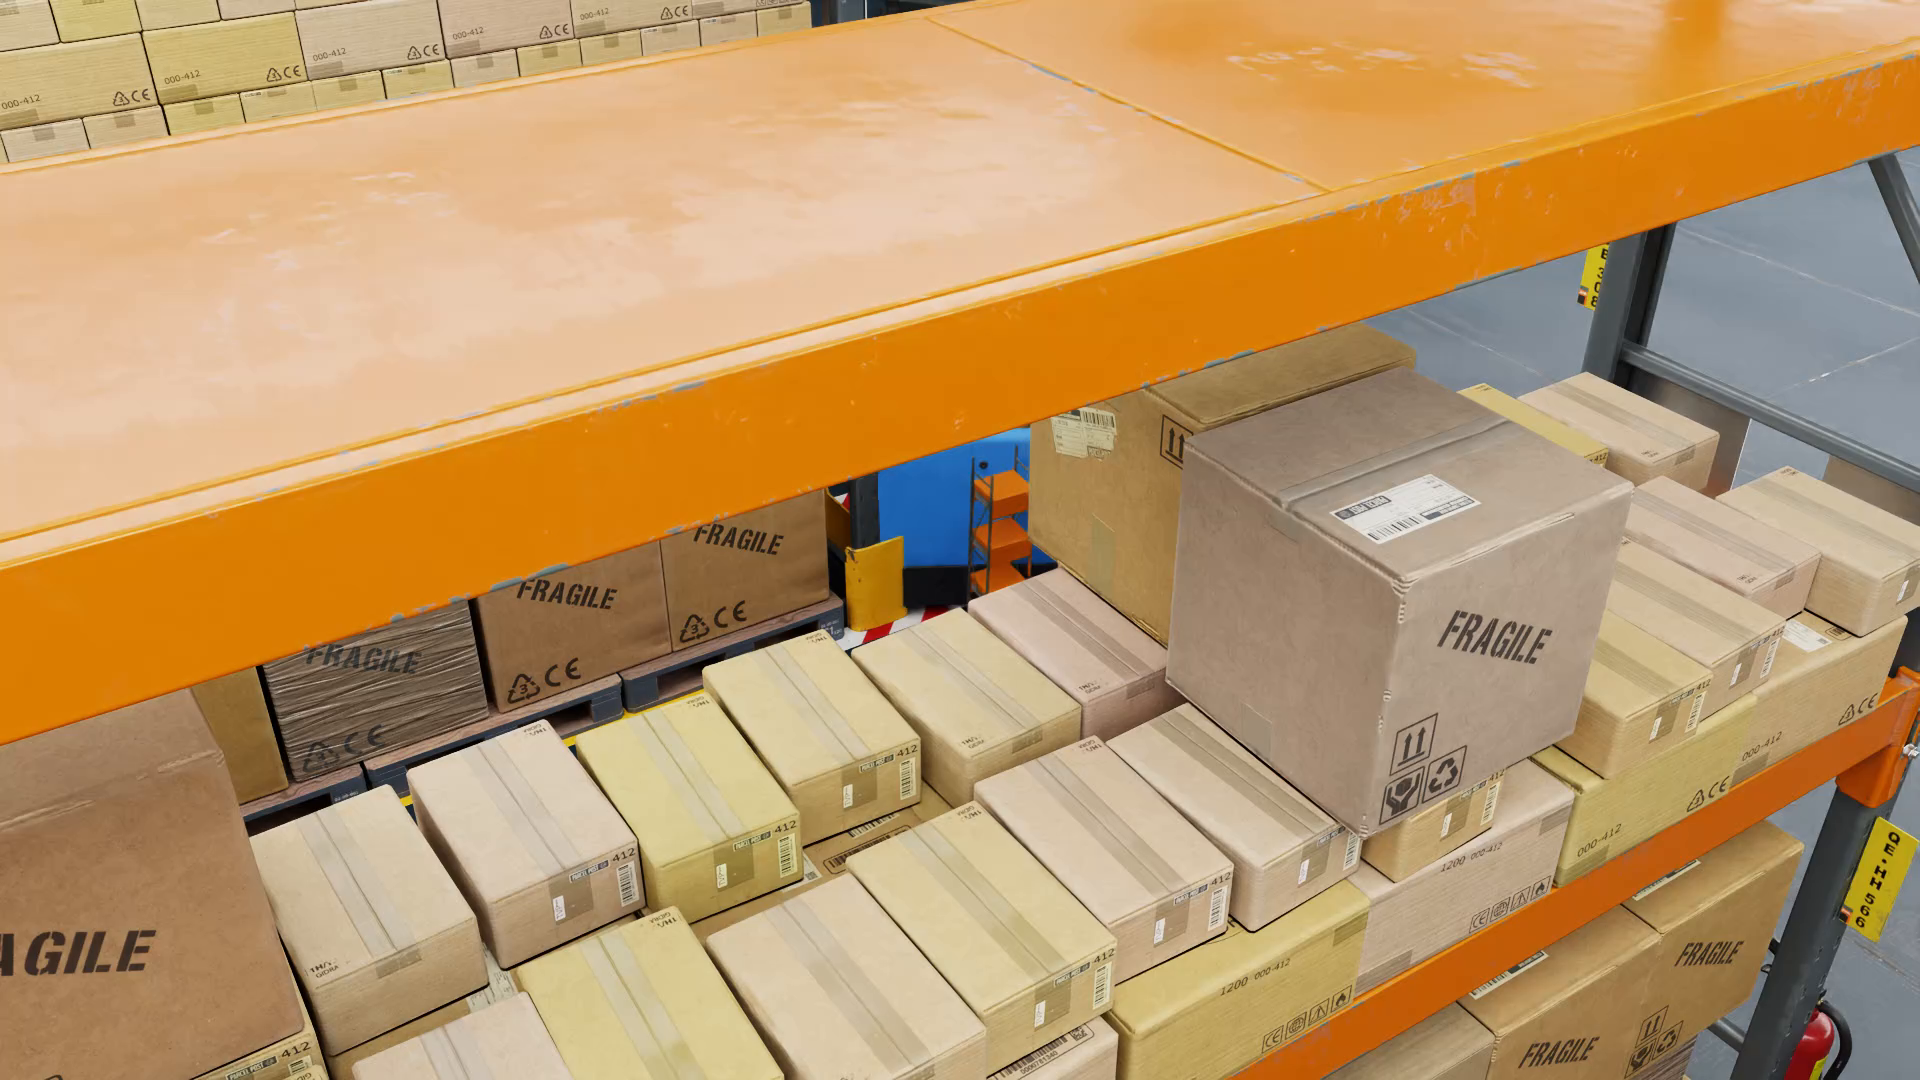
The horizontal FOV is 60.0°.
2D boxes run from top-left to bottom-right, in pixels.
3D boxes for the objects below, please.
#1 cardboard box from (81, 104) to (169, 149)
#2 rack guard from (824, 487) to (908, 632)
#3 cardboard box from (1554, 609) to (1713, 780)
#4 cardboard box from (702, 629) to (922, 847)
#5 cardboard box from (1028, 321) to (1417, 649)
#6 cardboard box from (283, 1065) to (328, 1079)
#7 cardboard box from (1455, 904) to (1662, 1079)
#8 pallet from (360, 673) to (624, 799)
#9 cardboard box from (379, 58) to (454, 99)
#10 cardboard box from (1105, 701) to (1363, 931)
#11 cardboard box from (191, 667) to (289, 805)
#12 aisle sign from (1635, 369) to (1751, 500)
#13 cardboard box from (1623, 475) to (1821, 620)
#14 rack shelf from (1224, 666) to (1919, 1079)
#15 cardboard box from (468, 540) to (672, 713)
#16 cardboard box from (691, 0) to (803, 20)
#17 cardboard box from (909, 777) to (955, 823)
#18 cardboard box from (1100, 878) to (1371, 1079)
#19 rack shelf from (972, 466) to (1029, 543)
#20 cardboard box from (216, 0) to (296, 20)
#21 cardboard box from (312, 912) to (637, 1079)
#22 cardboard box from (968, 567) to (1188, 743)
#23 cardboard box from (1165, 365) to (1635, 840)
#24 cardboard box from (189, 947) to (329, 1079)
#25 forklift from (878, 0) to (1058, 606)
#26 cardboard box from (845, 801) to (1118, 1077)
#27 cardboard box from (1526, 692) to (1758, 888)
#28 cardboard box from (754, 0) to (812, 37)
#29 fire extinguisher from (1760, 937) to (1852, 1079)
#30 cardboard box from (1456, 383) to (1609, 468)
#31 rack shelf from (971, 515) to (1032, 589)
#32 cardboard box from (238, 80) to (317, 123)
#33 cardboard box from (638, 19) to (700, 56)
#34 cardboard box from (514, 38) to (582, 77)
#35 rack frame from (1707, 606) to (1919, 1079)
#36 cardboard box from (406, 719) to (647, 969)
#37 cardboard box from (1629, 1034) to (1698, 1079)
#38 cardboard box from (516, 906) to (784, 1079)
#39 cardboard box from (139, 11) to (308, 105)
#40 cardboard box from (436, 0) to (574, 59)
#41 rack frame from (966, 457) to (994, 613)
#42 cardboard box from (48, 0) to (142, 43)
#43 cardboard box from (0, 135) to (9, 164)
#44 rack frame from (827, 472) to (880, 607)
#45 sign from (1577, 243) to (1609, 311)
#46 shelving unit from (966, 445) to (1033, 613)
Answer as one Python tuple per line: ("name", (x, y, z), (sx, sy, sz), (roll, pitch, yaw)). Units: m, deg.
("cardboard box", (-2.963, -1.482, 5.846), (0.250, 0.149, 0.380), (-20, 37, -28))
("rack guard", (-0.709, -0.033, 8.956), (0.348, 0.500, 1.175), (-19, 37, -27))
("cardboard box", (1.158, 0.250, 3.119), (0.250, 0.149, 0.380), (-19, 37, -27))
("cardboard box", (-0.267, 0.345, 2.968), (0.250, 0.149, 0.380), (-17, 36, -25))
("cardboard box", (0.479, -0.170, 3.177), (0.500, 0.500, 0.500), (-19, 37, -27))
("cardboard box", (-0.862, 0.889, 2.106), (0.250, 0.149, 0.380), (-21, 38, -30))
("cardboard box", (1.128, 0.996, 3.672), (0.500, 0.500, 0.500), (-19, 37, -27))
("pallet", (-2.383, 0.713, 8.044), (1.213, 0.211, 1.003), (-19, 37, -27))
("cardboard box", (-2.107, -1.777, 6.314), (0.250, 0.149, 0.380), (-18, 37, -27))
("cardboard box", (0.456, 0.447, 2.806), (0.250, 0.149, 0.380), (-21, 38, -30))
("cardboard box", (-3.525, 0.643, 7.138), (0.875, 0.875, 0.875), (-18, 37, -27))
("aisle sign", (1.763, -0.082, 4.254), (0.004, 0.787, 0.394), (-19, 37, -27))
("cardboard box", (1.526, 0.039, 3.454), (0.250, 0.149, 0.380), (-20, 37, -29))
("rack shelf", (0.192, 0.784, 3.181), (4.000, 0.370, 1.077), (-19, 37, -27))
("cardboard box", (-2.002, 0.118, 7.970), (0.875, 0.875, 0.875), (-20, 37, -28))
("cardboard box", (-0.989, -2.368, 6.876), (0.500, 0.250, 0.500), (-18, 37, -27))
("cardboard box", (0.045, 0.434, 3.201), (0.500, 0.250, 0.500), (-18, 36, -26))
("cardboard box", (0.332, 0.656, 2.850), (0.500, 0.250, 0.500), (-20, 37, -28))
("rack shelf", (0.208, -0.176, 8.144), (0.240, 0.259, 0.215), (-17, 39, -24))
("cardboard box", (-2.532, -1.968, 5.869), (0.250, 0.149, 0.380), (-19, 37, -27))
("cardboard box", (-0.803, 0.726, 2.739), (0.500, 0.250, 0.500), (-18, 36, -26))
("cardboard box", (0.220, 0.226, 3.158), (0.250, 0.149, 0.380), (-19, 37, -28))
("cardboard box", (0.707, 0.083, 2.776), (0.500, 0.500, 0.500), (-19, 37, -27))
("cardboard box", (-1.098, 0.692, 2.418), (0.250, 0.149, 0.380), (-19, 37, -27))
("forklift", (0.009, -1.648, 9.238), (1.130, 2.935, 3.031), (-1, 32, -2))
("cardboard box", (0.027, 0.603, 2.560), (0.250, 0.149, 0.380), (-20, 37, -28))
("cardboard box", (1.187, 0.364, 3.313), (0.500, 0.250, 0.500), (-19, 37, -27))
("cardboard box", (-0.825, -2.218, 7.013), (0.250, 0.149, 0.380), (-19, 37, -27))
("fire extinguisher", (2.219, 1.376, 4.451), (0.183, 0.674, 0.296), (-19, 37, -27))
("cardboard box", (1.246, -0.197, 3.827), (0.250, 0.149, 0.380), (-18, 37, -26))
("rack shelf", (0.201, 0.056, 8.307), (0.240, 0.259, 0.215), (-17, 39, -24))
("cardboard box", (-2.532, -1.631, 6.083), (0.250, 0.149, 0.380), (-19, 37, -27))
("cardboard box", (-1.253, -2.071, 6.779), (0.250, 0.149, 0.380), (-18, 37, -27))
("cardboard box", (-1.681, -1.923, 6.546), (0.250, 0.149, 0.380), (-20, 37, -28))
("rack frame", (1.873, 1.170, 4.705), (0.127, 3.000, 1.000), (-19, 37, -27))
("cardboard box", (-0.716, 0.490, 2.739), (0.250, 0.149, 0.380), (-20, 37, -29))
("cardboard box", (1.396, 1.148, 4.367), (0.500, 0.500, 0.875), (-19, 37, -27))
("cardboard box", (-0.439, 0.730, 2.359), (0.250, 0.149, 0.380), (-18, 36, -26))
("cardboard box", (-2.682, -1.787, 5.955), (0.500, 0.250, 0.500), (-19, 37, -28))
("cardboard box", (-1.833, -2.079, 6.418), (0.500, 0.250, 0.500), (-19, 37, -28))
("rack frame", (0.094, 0.079, 8.251), (0.008, 1.050, 0.200), (-17, 39, -24))
("cardboard box", (-2.961, -1.820, 5.635), (0.250, 0.149, 0.380), (-20, 37, -28))
("cardboard box", (-3.385, -1.338, 5.618), (0.250, 0.149, 0.380), (-19, 37, -27))
("rack frame", (-0.729, -1.084, 8.278), (0.127, 3.000, 1.000), (-19, 37, -27))
("sign", (1.579, -0.712, 4.058), (0.005, 0.325, 0.100), (-19, 37, -27))
("shelving unit", (0.201, 0.047, 8.301), (0.252, 1.050, 0.215), (-17, 39, -24))
